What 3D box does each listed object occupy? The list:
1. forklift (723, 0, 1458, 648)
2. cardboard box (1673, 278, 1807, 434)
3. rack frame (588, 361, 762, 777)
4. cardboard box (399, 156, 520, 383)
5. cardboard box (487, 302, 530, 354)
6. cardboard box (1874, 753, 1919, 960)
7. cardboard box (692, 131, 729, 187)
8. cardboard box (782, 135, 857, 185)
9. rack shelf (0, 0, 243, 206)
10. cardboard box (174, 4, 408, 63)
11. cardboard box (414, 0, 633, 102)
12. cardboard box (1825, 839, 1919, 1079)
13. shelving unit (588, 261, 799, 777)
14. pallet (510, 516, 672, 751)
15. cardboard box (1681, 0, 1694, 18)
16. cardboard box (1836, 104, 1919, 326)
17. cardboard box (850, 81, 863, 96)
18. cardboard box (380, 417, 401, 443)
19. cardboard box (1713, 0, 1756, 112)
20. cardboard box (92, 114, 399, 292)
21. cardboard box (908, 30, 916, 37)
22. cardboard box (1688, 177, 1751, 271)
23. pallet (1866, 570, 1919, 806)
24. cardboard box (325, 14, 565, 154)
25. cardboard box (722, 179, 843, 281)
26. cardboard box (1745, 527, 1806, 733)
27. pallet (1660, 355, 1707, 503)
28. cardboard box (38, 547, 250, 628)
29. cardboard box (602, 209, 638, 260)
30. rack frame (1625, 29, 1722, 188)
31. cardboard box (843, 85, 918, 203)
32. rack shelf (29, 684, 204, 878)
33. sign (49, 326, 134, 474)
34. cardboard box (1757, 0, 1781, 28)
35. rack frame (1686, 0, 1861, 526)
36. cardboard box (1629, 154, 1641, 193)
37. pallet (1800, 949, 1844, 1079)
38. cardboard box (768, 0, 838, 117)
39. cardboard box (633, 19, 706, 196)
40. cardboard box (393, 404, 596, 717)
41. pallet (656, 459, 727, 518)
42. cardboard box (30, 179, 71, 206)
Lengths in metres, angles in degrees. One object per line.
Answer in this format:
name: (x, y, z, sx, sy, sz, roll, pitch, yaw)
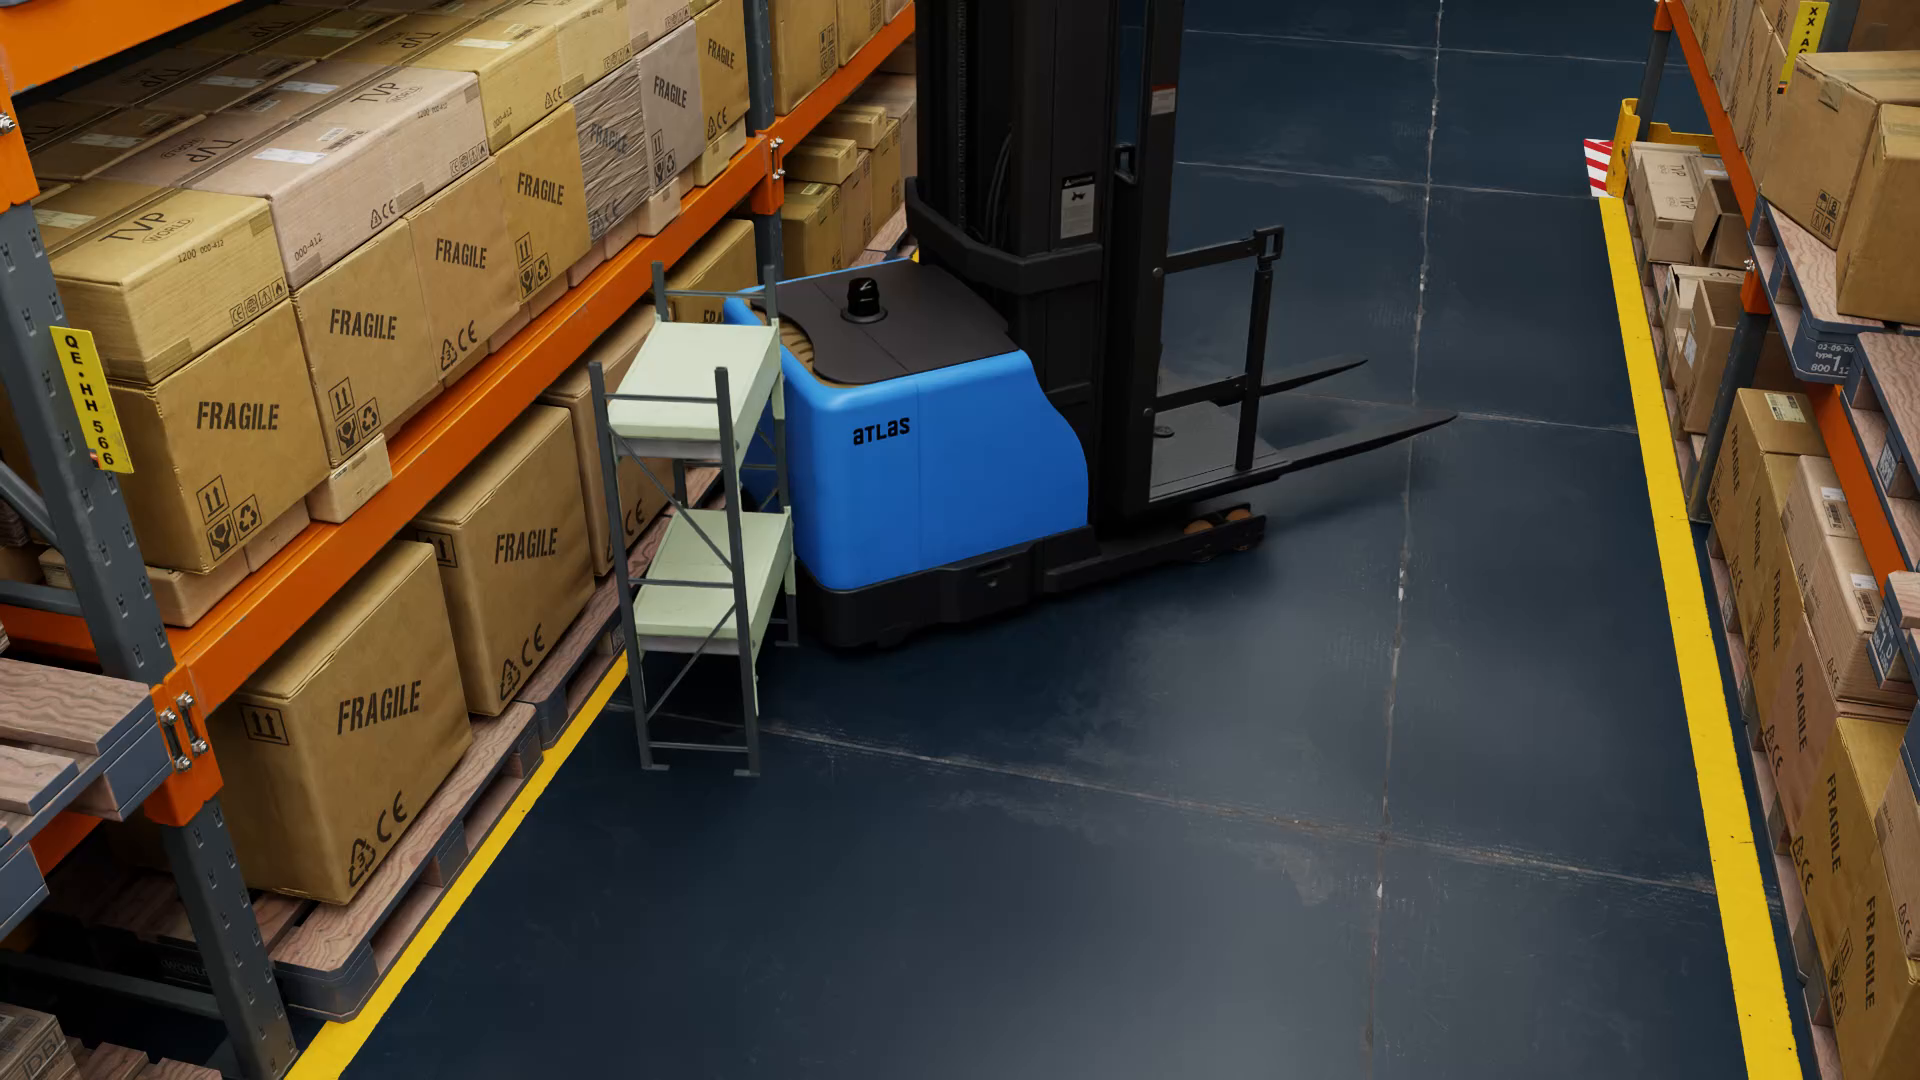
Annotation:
forklift: (0.652, -1.384, 6.195, 3.031, 2.935, 1.130, -15, 35, -22)
cardboard box: (3.378, -0.765, 7.077, 0.500, 0.500, 0.500, 8, 33, 12)
rack frame: (-0.861, 0.137, 5.136, 0.400, 1.500, 0.023, 3, 33, 4)
cardboard box: (-1.660, -0.818, 4.851, 0.500, 0.500, 0.500, 8, 33, 12)
cardboard box: (-1.614, -0.735, 5.326, 0.380, 0.149, 0.250, 8, 33, 13)
cardboard box: (2.513, 0.782, 3.945, 0.500, 0.250, 0.500, 9, 34, 14)
cardboard box: (-1.138, -1.526, 6.570, 0.380, 0.149, 0.250, 9, 33, 13)
cardboard box: (-0.732, -1.895, 8.269, 0.380, 0.149, 0.250, 9, 34, 14)
rack shelf: (-1.792, -1.896, 4.812, 1.077, 0.370, 4.000, 8, 33, 12)
cardboard box: (-2.039, -1.458, 5.159, 0.500, 0.250, 0.500, 7, 33, 11)
cardboard box: (-1.424, -1.659, 5.475, 0.500, 0.250, 0.500, 9, 33, 13)
cardboard box: (2.503, 1.128, 4.099, 0.500, 0.500, 0.500, 9, 34, 14)
shelving unit: (-0.828, -0.058, 5.443, 0.431, 1.500, 0.755, 3, 33, 4)
pallet: (-1.715, 0.251, 6.159, 1.003, 0.211, 1.213, 8, 33, 12)
cardboard box: (4.029, -2.955, 8.508, 0.500, 0.500, 0.500, 8, 33, 12)
cardboard box: (3.058, -0.938, 4.945, 0.700, 0.500, 0.500, 13, 35, 20)
cardboard box: (-0.768, -2.634, 9.431, 0.380, 0.149, 0.250, 8, 33, 13)
cardboard box: (-1.826, -0.341, 4.706, 0.380, 0.149, 0.250, 8, 33, 12)
cardboard box: (3.644, -2.171, 7.275, 0.500, 0.500, 0.500, 9, 33, 13)
cardboard box: (-1.800, -0.868, 4.232, 0.500, 0.250, 0.500, 8, 33, 12)
cardboard box: (-0.207, -2.975, 9.968, 0.380, 0.149, 0.250, 8, 33, 12)
cardboard box: (3.979, -1.407, 8.085, 0.797, 0.503, 0.637, 8, 33, 12)
pallet: (2.597, 0.496, 3.353, 1.213, 0.211, 1.003, 8, 33, 12)
cardboard box: (-1.553, -1.394, 5.059, 0.500, 0.250, 0.500, 7, 33, 11)
cardboard box: (-0.996, -1.468, 8.202, 0.700, 0.500, 0.500, 8, 33, 13)
cardboard box: (2.890, 0.324, 5.364, 0.500, 0.500, 0.500, 8, 33, 13)
pallet: (3.683, -0.479, 7.307, 1.003, 0.211, 1.213, 8, 33, 12)
cardboard box: (-1.992, 0.062, 4.072, 0.380, 0.149, 0.250, 8, 33, 12)
cardboard box: (-1.384, -1.135, 5.955, 0.380, 0.149, 0.250, 8, 33, 12)
rack frame: (4.523, -3.375, 9.263, 1.000, 3.000, 0.127, 8, 33, 12)
cardboard box: (-0.605, -2.272, 9.467, 0.700, 0.500, 0.500, 7, 33, 11)
rack shelf: (-2.808, 1.445, 2.351, 1.077, 0.370, 4.000, 8, 33, 12)
sign: (-1.773, -0.282, 3.393, 0.100, 0.325, 0.005, 8, 33, 12)
cardboard box: (3.513, -2.328, 6.590, 0.500, 0.500, 0.500, 7, 33, 11)
rack frame: (3.508, -1.299, 5.998, 1.000, 3.000, 0.127, 8, 33, 12)
cardboard box: (4.021, -2.065, 9.433, 0.380, 0.166, 0.250, 8, 33, 12)
pallet: (2.719, 1.571, 4.082, 1.003, 0.211, 1.213, 8, 33, 12)
cardboard box: (-1.131, -2.378, 7.415, 0.980, 0.700, 0.700, 9, 33, 13)
cardboard box: (-1.278, -1.608, 6.095, 0.500, 0.500, 0.500, 8, 33, 13)
cardboard box: (-1.758, 0.016, 5.541, 0.750, 0.750, 0.750, 8, 33, 12)
pallet: (-1.408, -0.385, 7.158, 1.003, 0.211, 1.213, 8, 33, 12)
cardboard box: (-2.436, -0.660, 3.903, 0.500, 0.250, 0.500, 9, 34, 14)
